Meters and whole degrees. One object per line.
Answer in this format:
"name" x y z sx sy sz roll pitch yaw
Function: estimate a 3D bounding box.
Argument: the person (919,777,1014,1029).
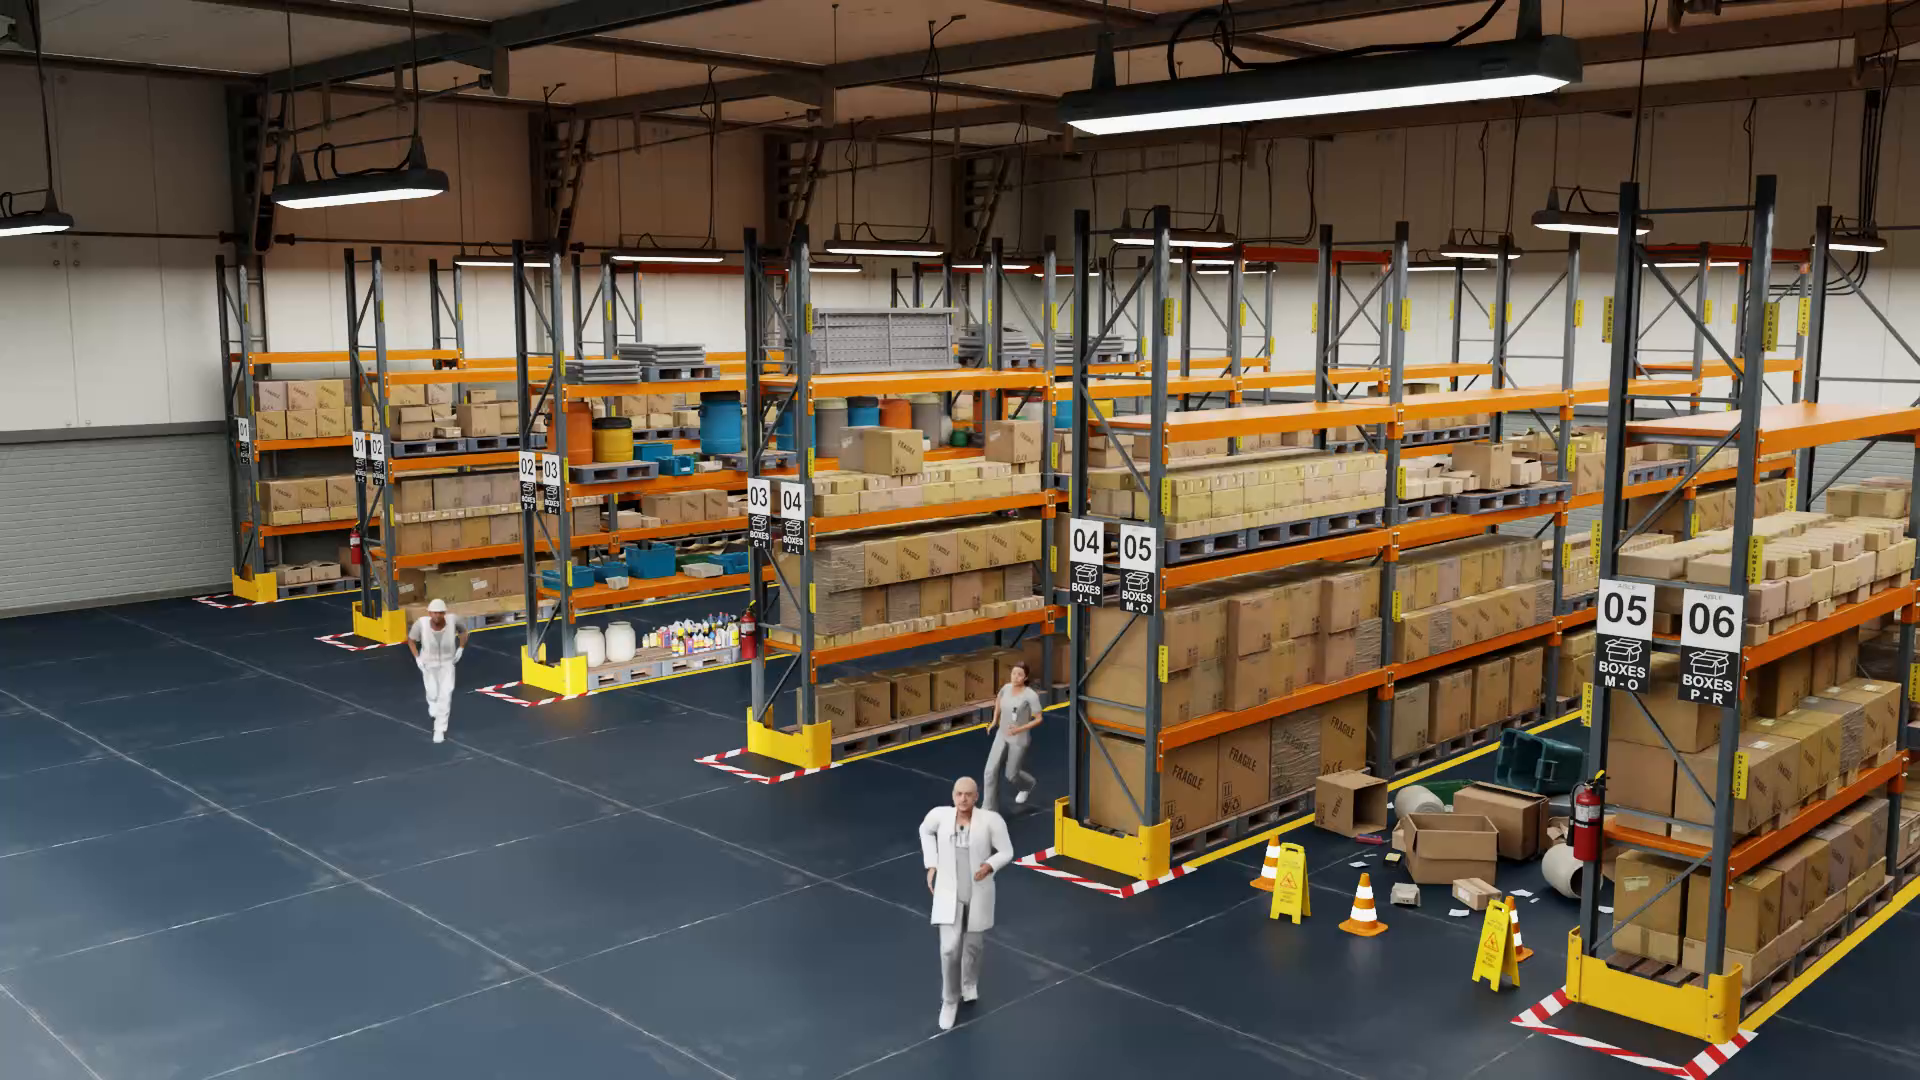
"person" 0.044 2.652 12.074 0.688 1.752 0.836 0 8 0

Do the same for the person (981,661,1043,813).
"person" 0.575 2.011 16.697 0.603 1.654 0.862 5 10 34

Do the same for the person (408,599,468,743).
"person" -6.293 1.508 20.064 0.694 1.726 1.000 -4 9 -25
